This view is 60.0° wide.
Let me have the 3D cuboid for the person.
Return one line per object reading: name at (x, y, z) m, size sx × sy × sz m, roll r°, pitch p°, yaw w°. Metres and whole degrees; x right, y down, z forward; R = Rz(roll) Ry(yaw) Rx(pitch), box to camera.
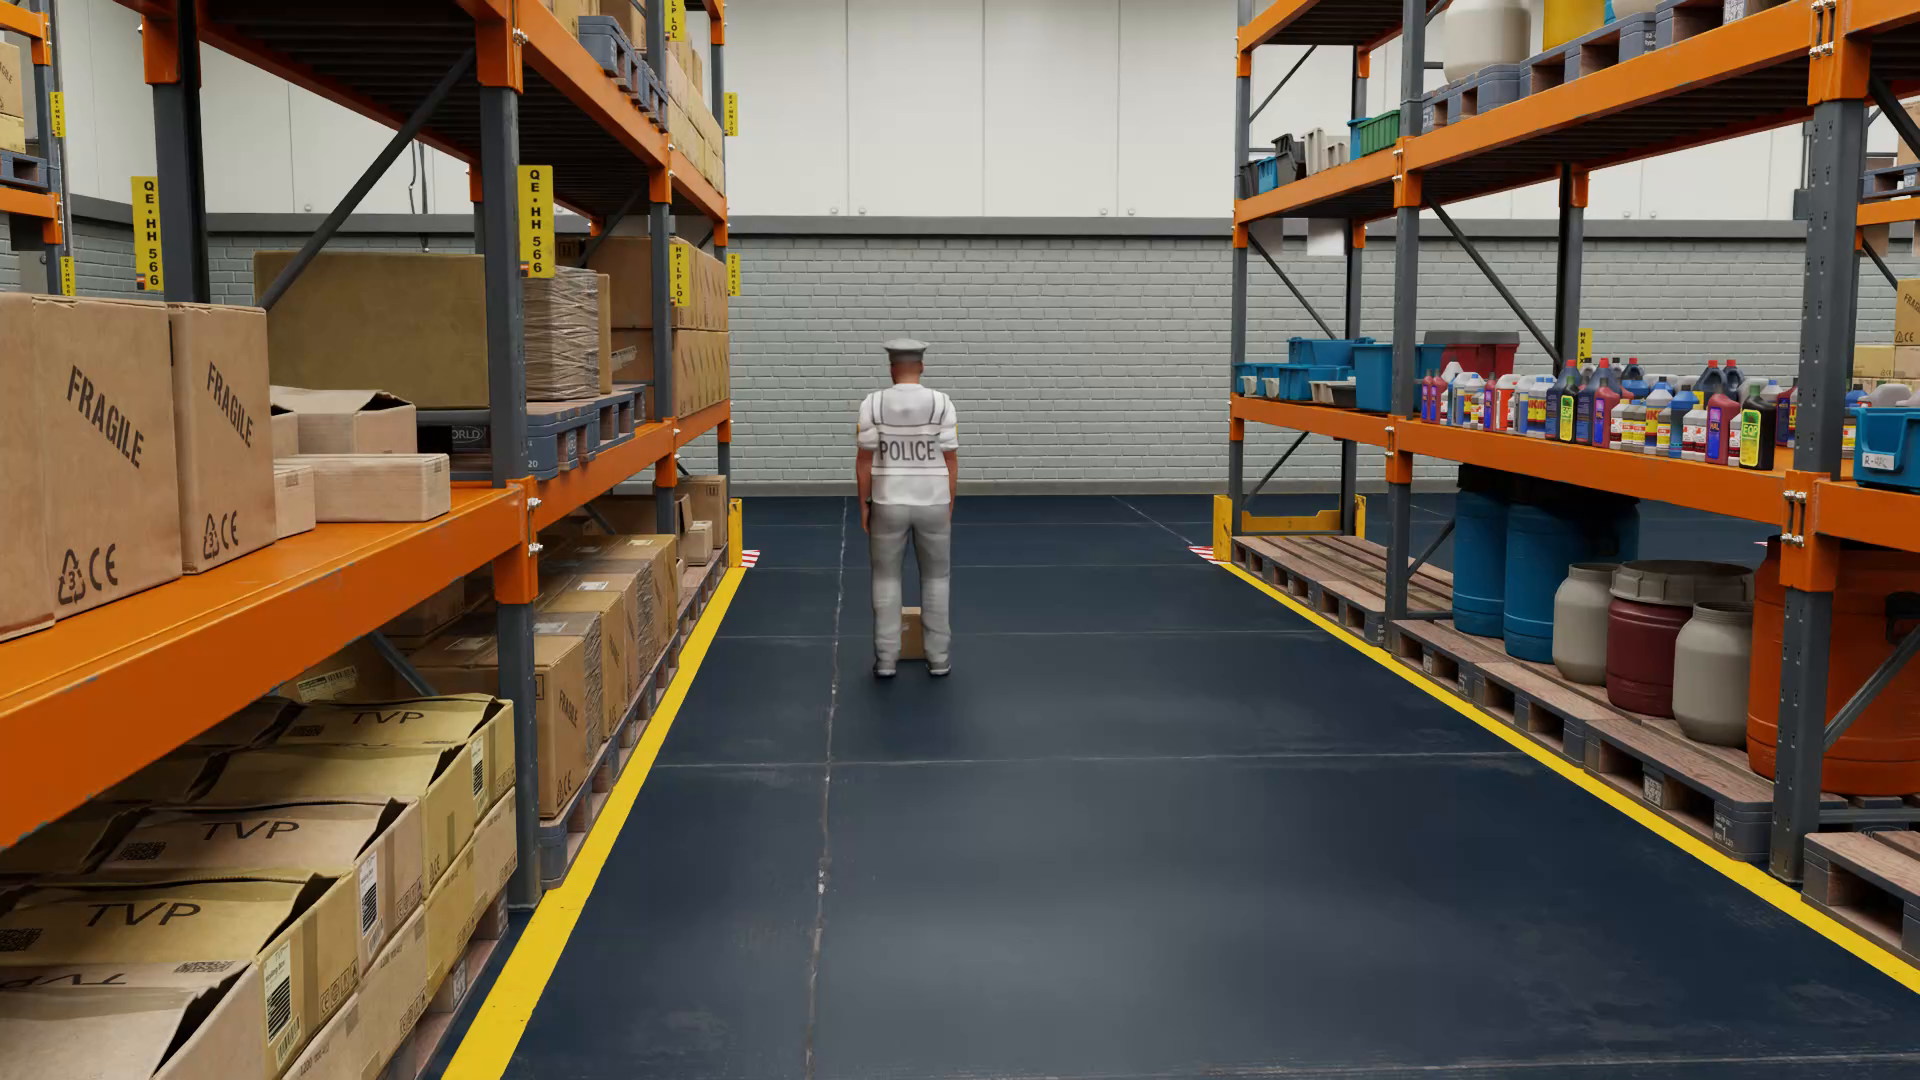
person at (-0.276, -0.160, 8.657) m, size 0.529 × 1.756 × 0.393 m, roll 0°, pitch 7°, yaw -2°
